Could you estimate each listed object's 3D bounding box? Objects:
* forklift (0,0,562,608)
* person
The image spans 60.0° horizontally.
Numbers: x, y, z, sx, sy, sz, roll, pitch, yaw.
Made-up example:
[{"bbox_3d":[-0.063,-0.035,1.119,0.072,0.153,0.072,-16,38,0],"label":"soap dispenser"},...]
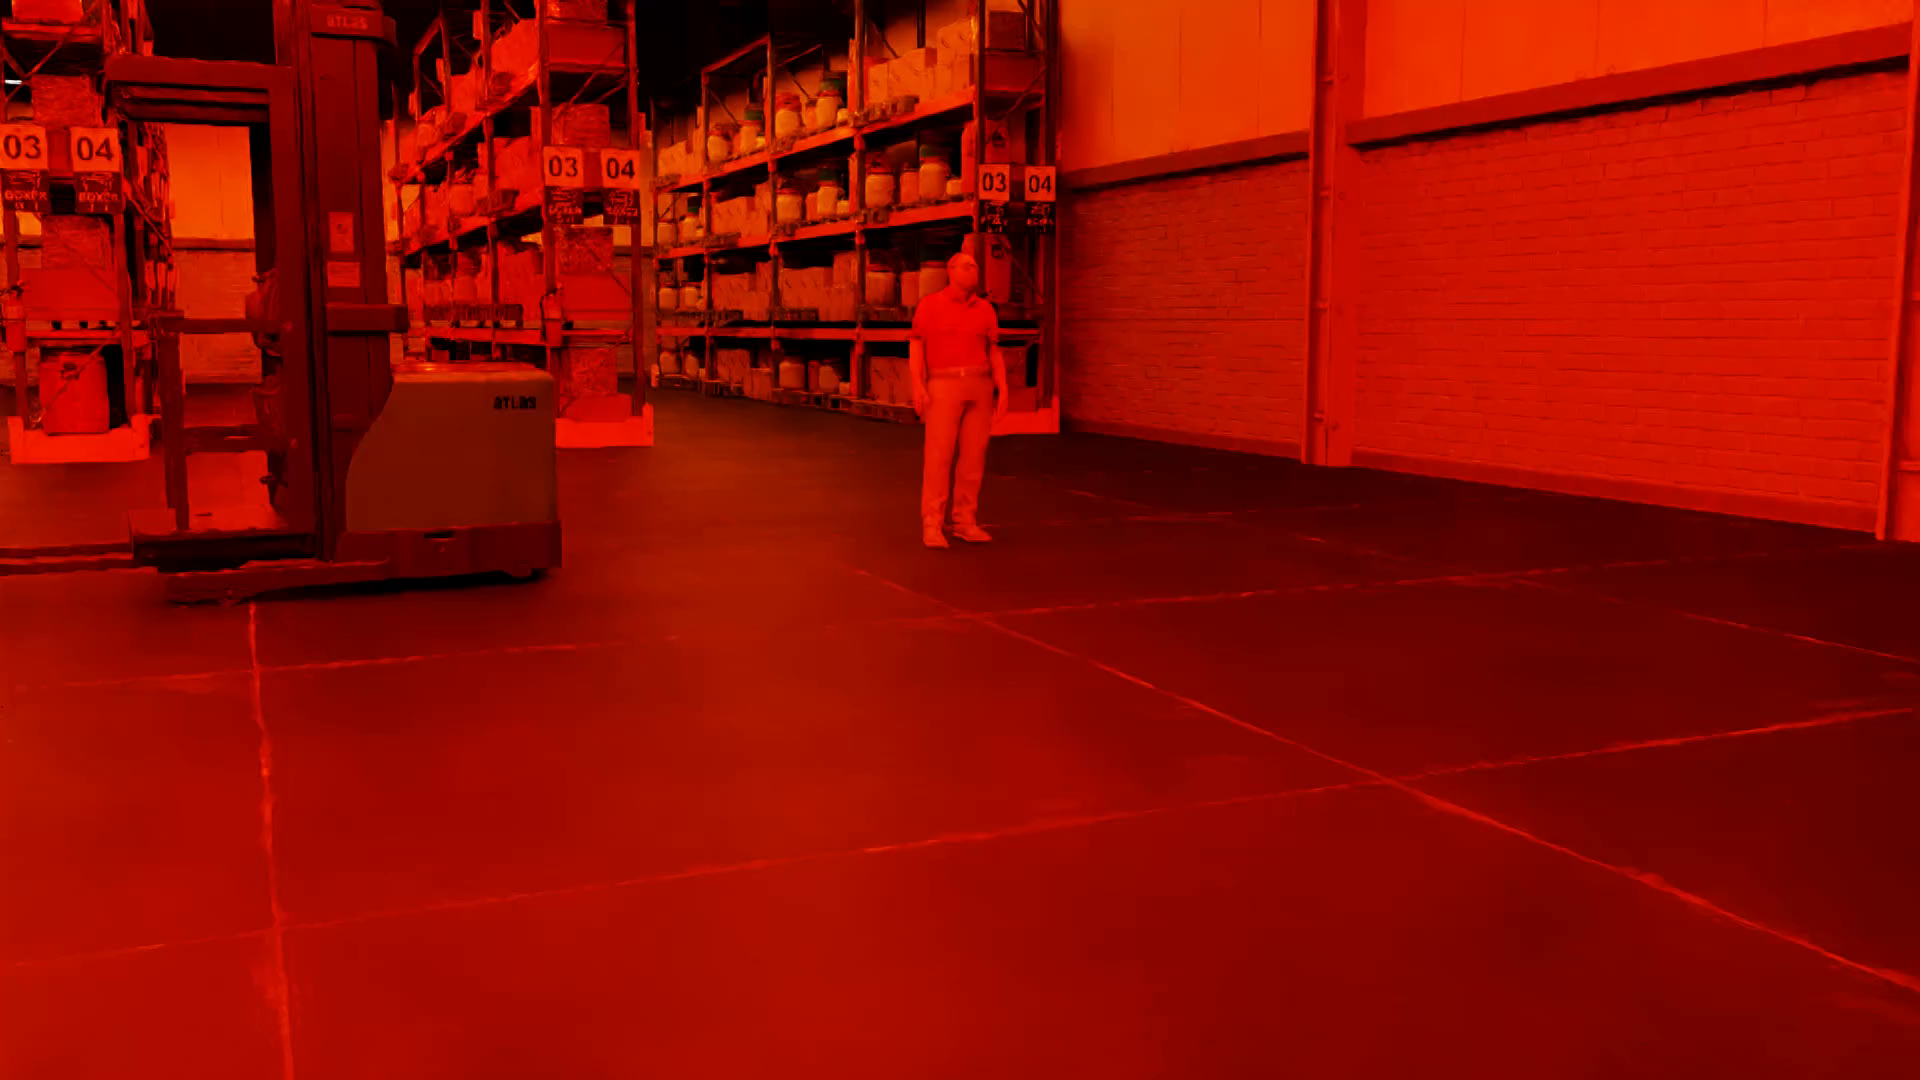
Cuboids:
[{"bbox_3d":[-3.611,-1.215,8.155,3.031,2.935,1.130,-4,8,-27],"label":"forklift"},{"bbox_3d":[0.025,-0.852,9.954,0.640,1.723,0.550,-3,8,-23],"label":"person"}]
